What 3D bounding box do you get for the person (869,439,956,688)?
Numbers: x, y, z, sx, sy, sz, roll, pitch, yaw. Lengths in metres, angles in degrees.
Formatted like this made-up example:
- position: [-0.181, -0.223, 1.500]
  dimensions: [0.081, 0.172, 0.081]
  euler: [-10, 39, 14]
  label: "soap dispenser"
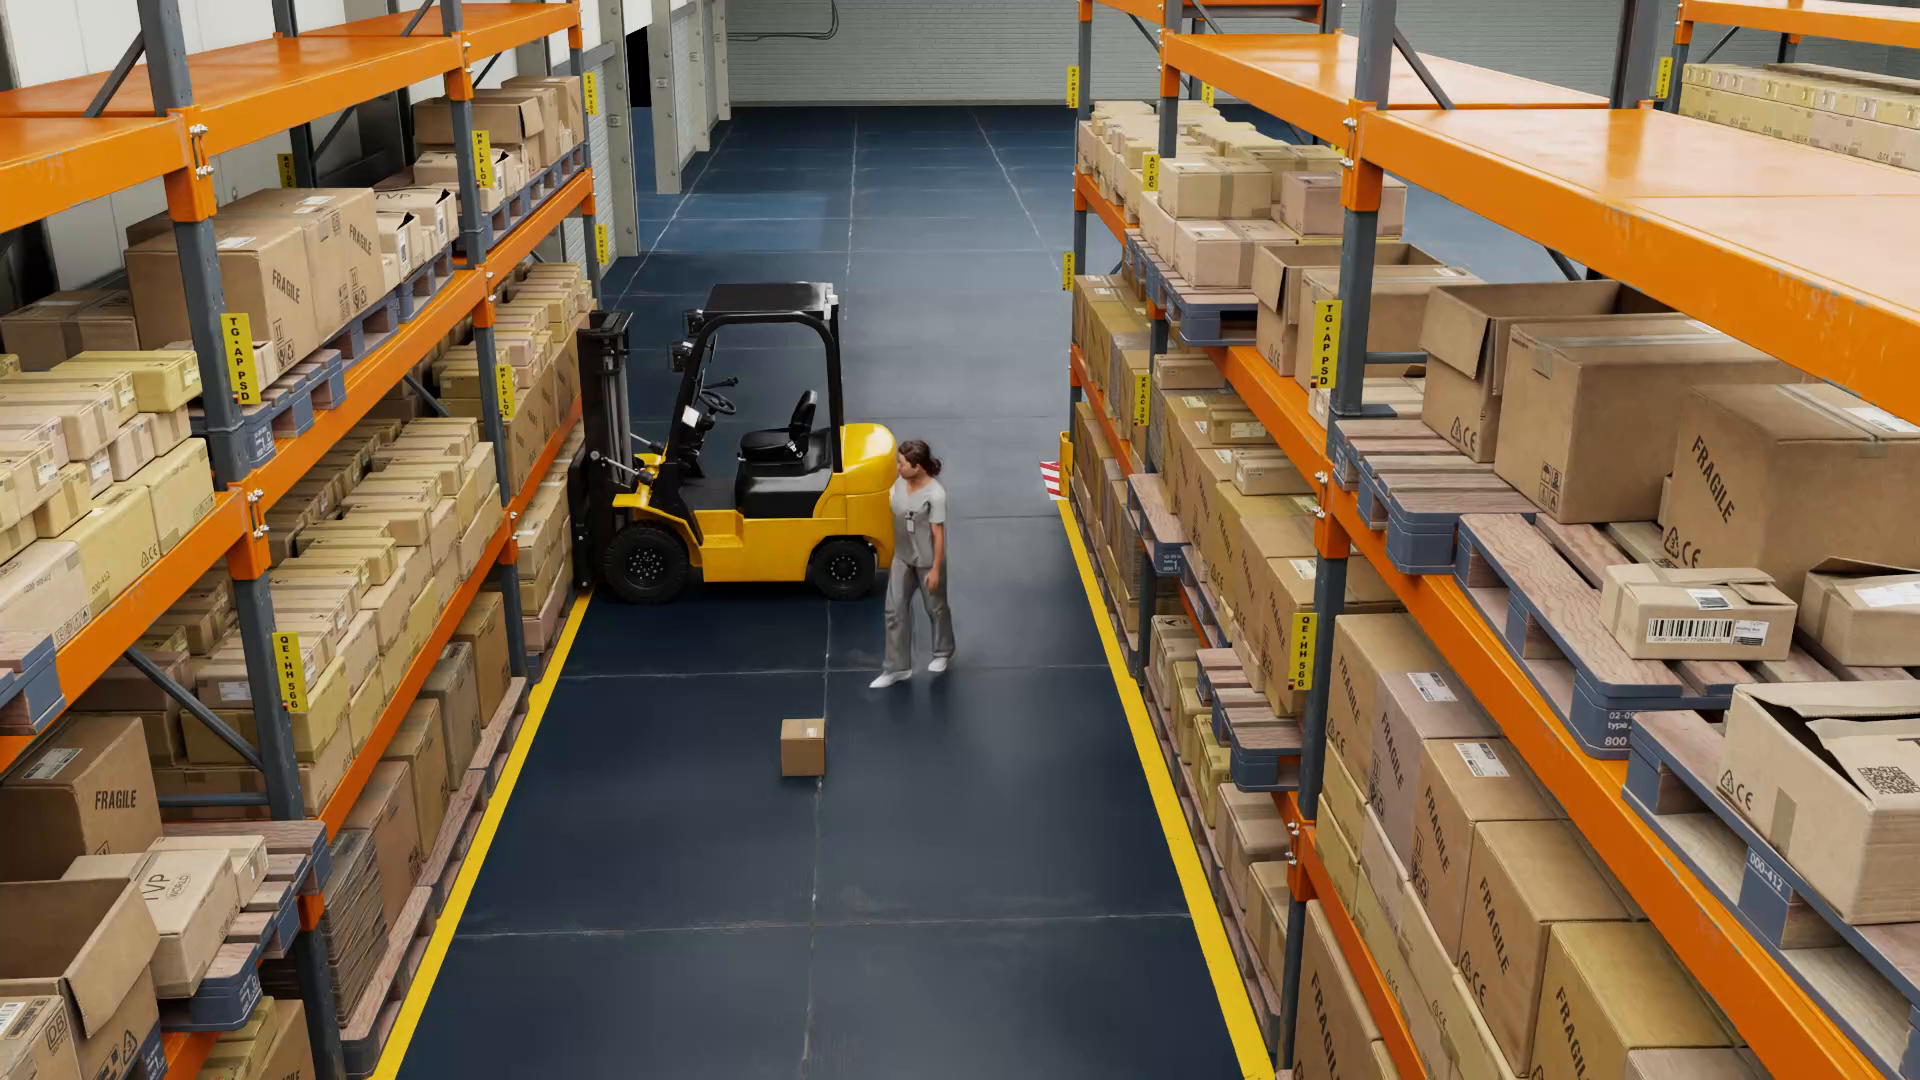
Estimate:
- position: [-0.242, 0.146, 10.724]
  dimensions: [0.462, 1.714, 0.637]
  euler: [14, 25, 34]
  label: "person"
